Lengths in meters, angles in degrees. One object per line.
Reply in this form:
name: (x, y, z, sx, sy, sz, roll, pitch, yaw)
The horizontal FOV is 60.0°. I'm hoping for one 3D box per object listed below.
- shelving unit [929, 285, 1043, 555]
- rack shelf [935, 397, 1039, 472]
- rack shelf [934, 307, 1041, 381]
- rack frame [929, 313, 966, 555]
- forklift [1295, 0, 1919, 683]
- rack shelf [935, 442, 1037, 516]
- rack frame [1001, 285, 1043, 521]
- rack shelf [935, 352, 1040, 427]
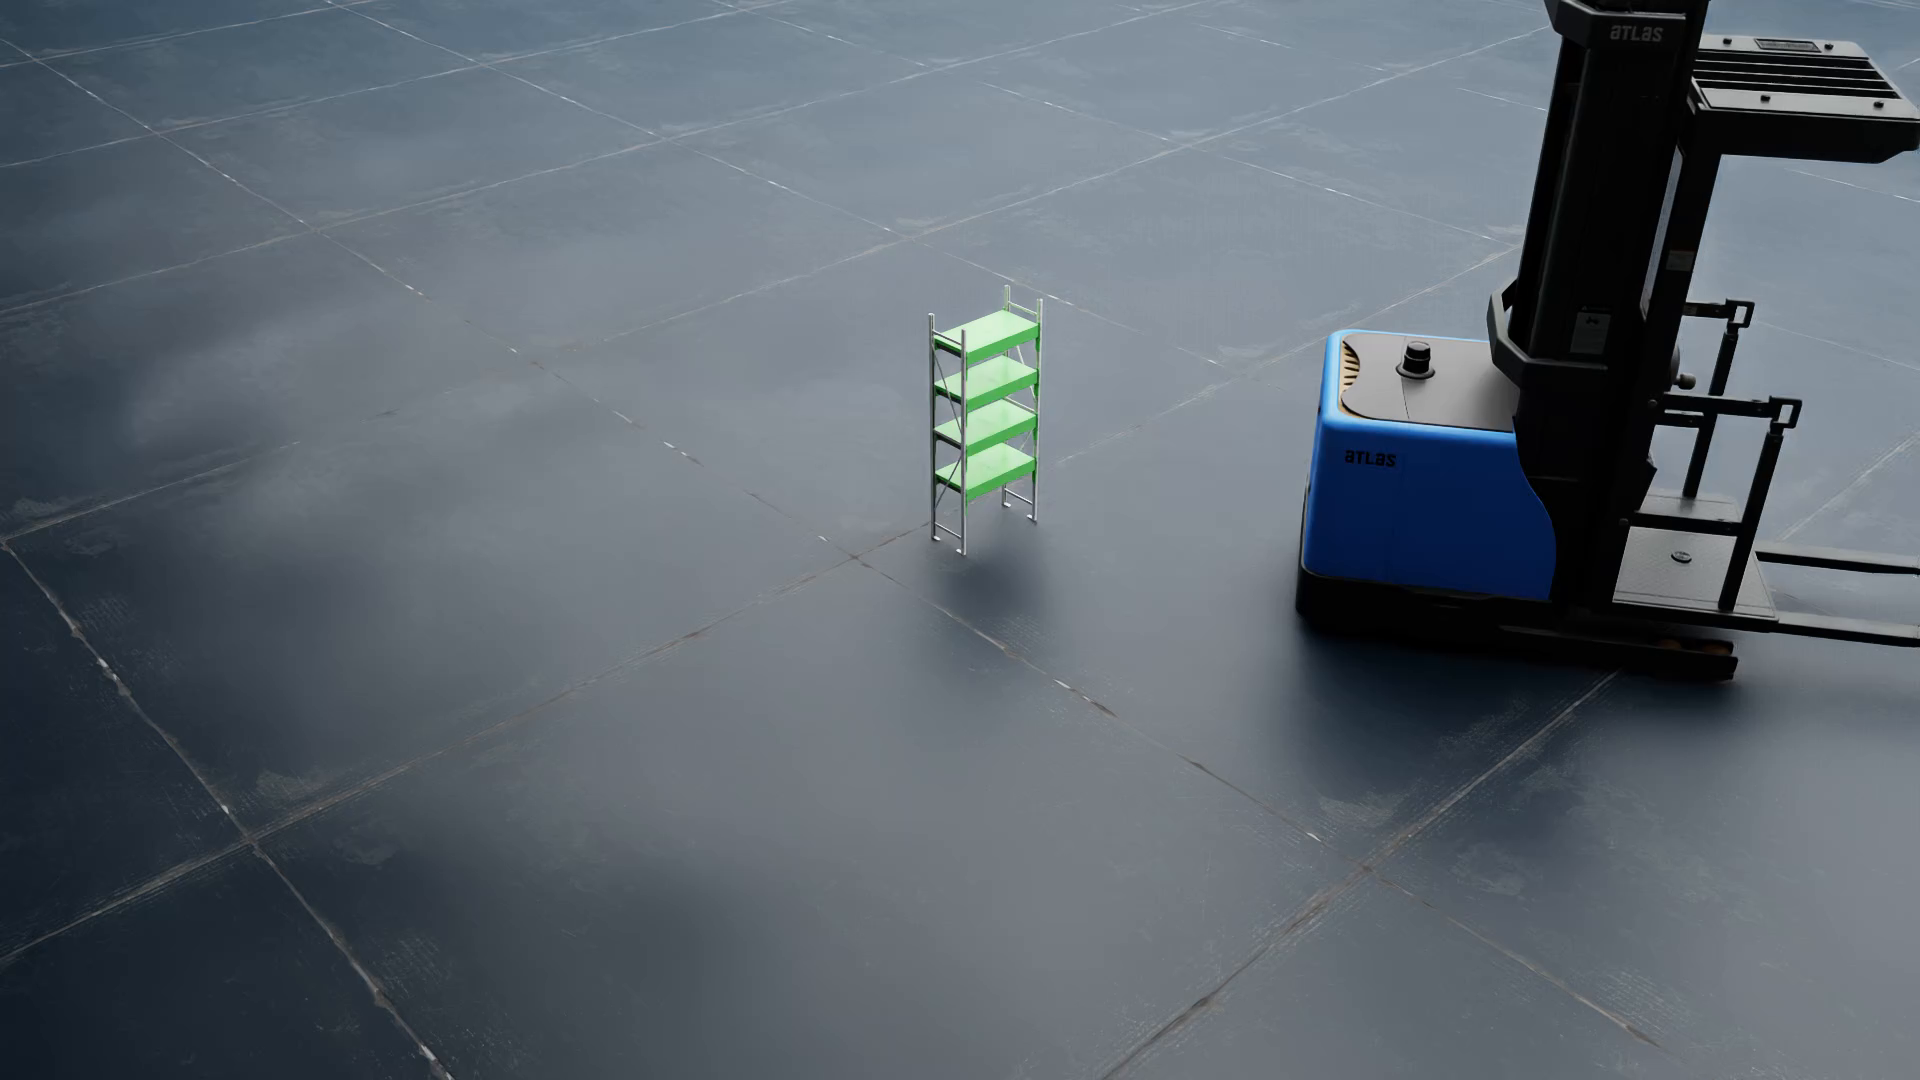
shelving unit: (0.121, -0.571, 8.033, 0.503, 1.200, 0.258, -26, 40, -35)
rack shelf: (0.121, -0.516, 8.066, 0.480, 0.148, 0.258, -26, 40, -35)
rack shelf: (0.121, -0.926, 7.816, 0.480, 0.148, 0.258, -26, 40, -35)
rack frame: (-0.058, -0.484, 7.891, 0.015, 1.200, 0.240, -26, 40, -35)
forklift: (3.105, -0.933, 6.966, 3.031, 2.935, 1.130, 6, 32, 10)
rack shelf: (0.121, -0.311, 8.192, 0.480, 0.148, 0.258, -26, 40, -35)
rack frame: (0.300, -0.657, 8.175, 0.015, 1.200, 0.240, -26, 40, -35)
rack shelf: (0.121, -0.721, 7.941, 0.480, 0.148, 0.258, -26, 40, -35)
